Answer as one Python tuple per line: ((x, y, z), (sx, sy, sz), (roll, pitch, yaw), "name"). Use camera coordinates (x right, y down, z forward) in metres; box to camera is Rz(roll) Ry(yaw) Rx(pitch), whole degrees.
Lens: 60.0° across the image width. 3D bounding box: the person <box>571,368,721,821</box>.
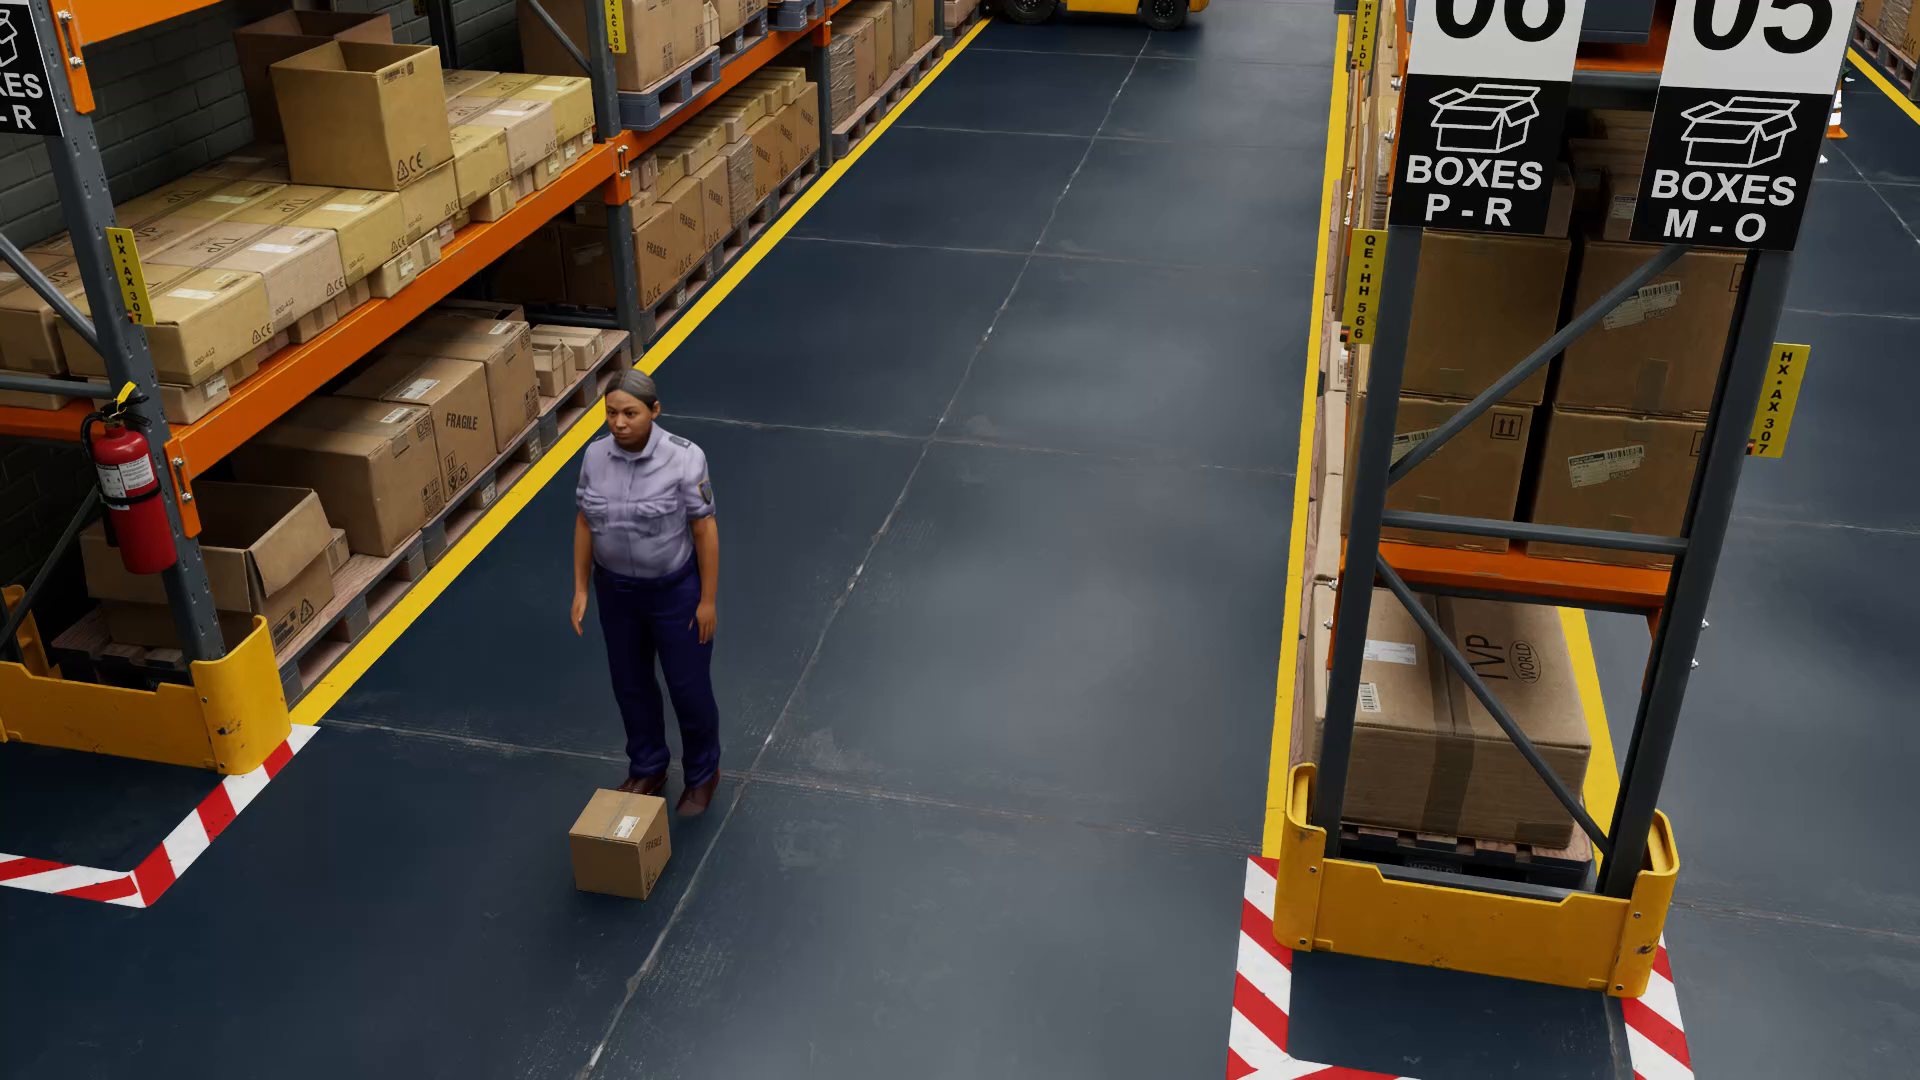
((-1.090, 0.233, 5.747), (0.523, 1.711, 0.422), (9, 30, 16), "person")
